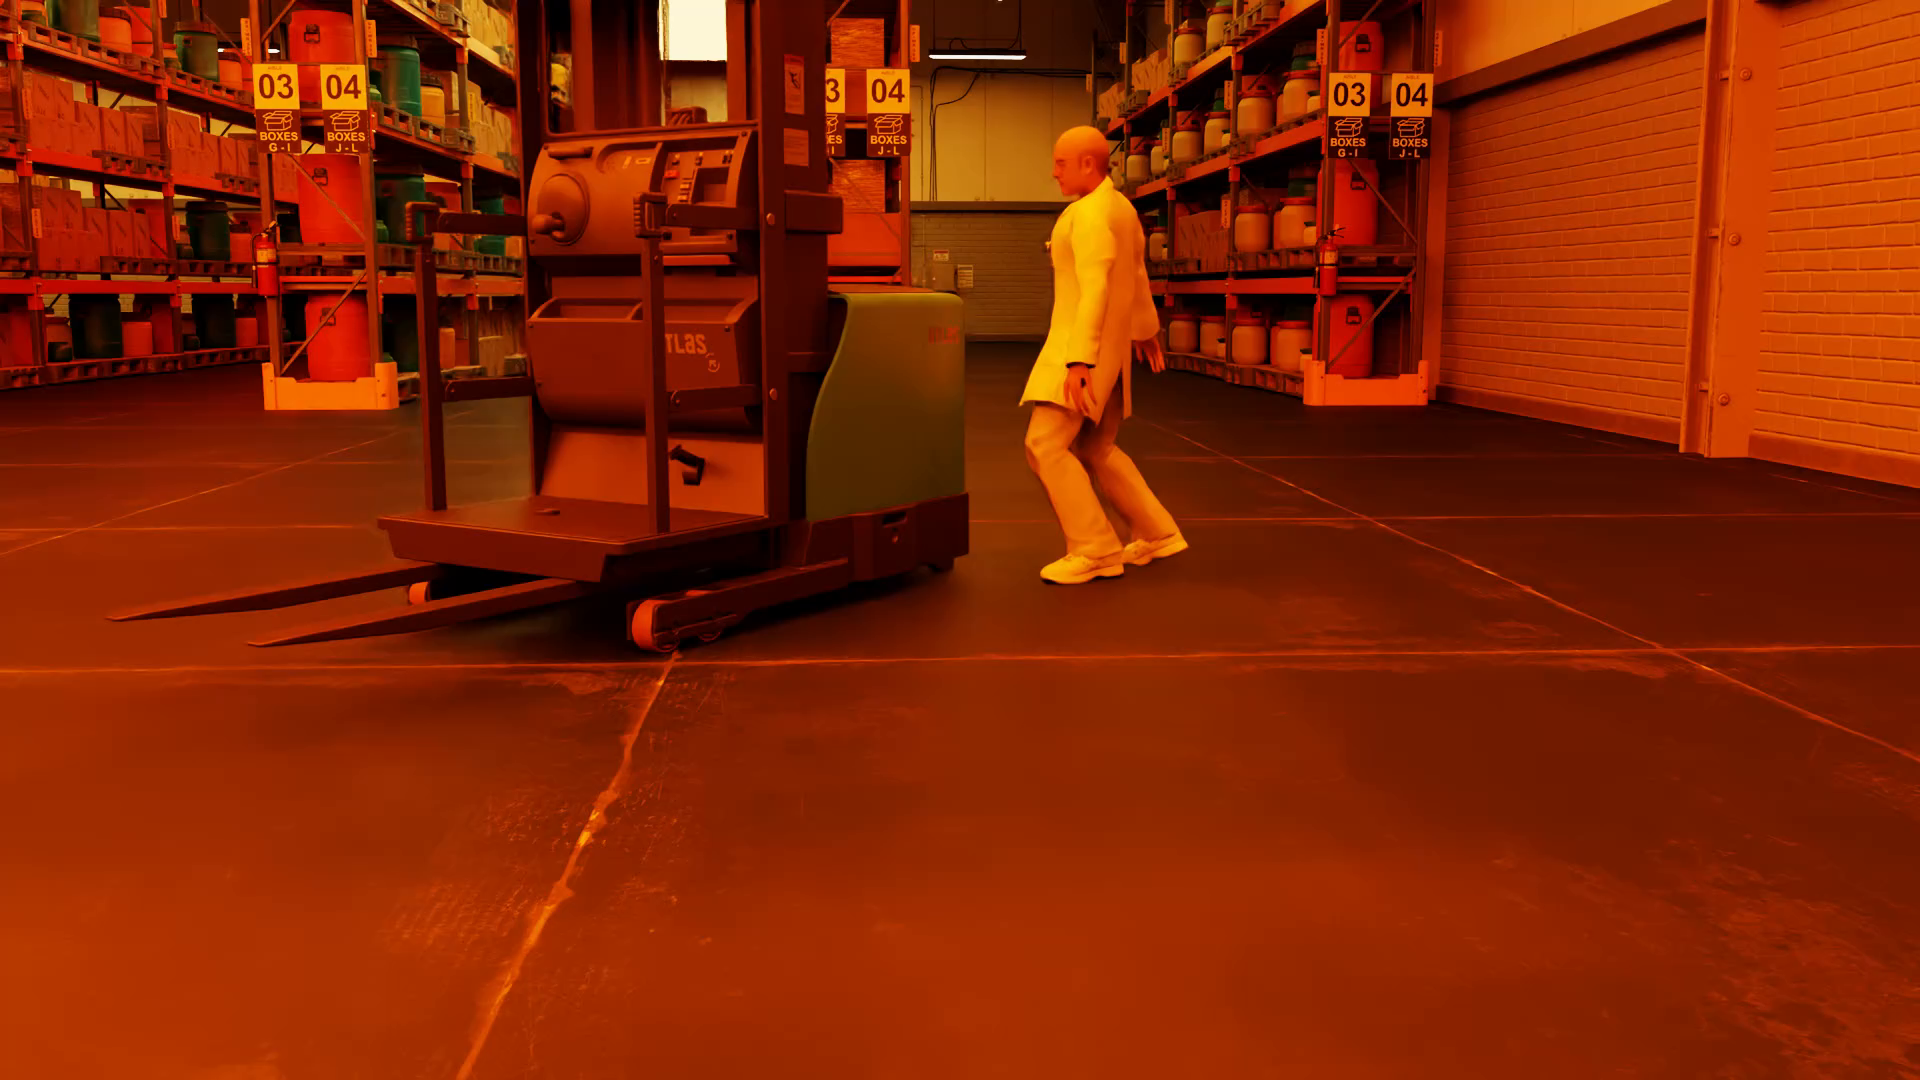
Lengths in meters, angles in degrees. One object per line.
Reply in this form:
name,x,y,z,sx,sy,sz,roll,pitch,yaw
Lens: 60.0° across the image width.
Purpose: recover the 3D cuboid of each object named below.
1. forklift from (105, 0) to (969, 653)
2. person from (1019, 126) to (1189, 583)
forklift,-1.180,-1.186,5.319,1.130,2.935,3.031,5,10,32
person,0.584,-0.711,6.467,0.585,1.739,0.935,4,9,22
